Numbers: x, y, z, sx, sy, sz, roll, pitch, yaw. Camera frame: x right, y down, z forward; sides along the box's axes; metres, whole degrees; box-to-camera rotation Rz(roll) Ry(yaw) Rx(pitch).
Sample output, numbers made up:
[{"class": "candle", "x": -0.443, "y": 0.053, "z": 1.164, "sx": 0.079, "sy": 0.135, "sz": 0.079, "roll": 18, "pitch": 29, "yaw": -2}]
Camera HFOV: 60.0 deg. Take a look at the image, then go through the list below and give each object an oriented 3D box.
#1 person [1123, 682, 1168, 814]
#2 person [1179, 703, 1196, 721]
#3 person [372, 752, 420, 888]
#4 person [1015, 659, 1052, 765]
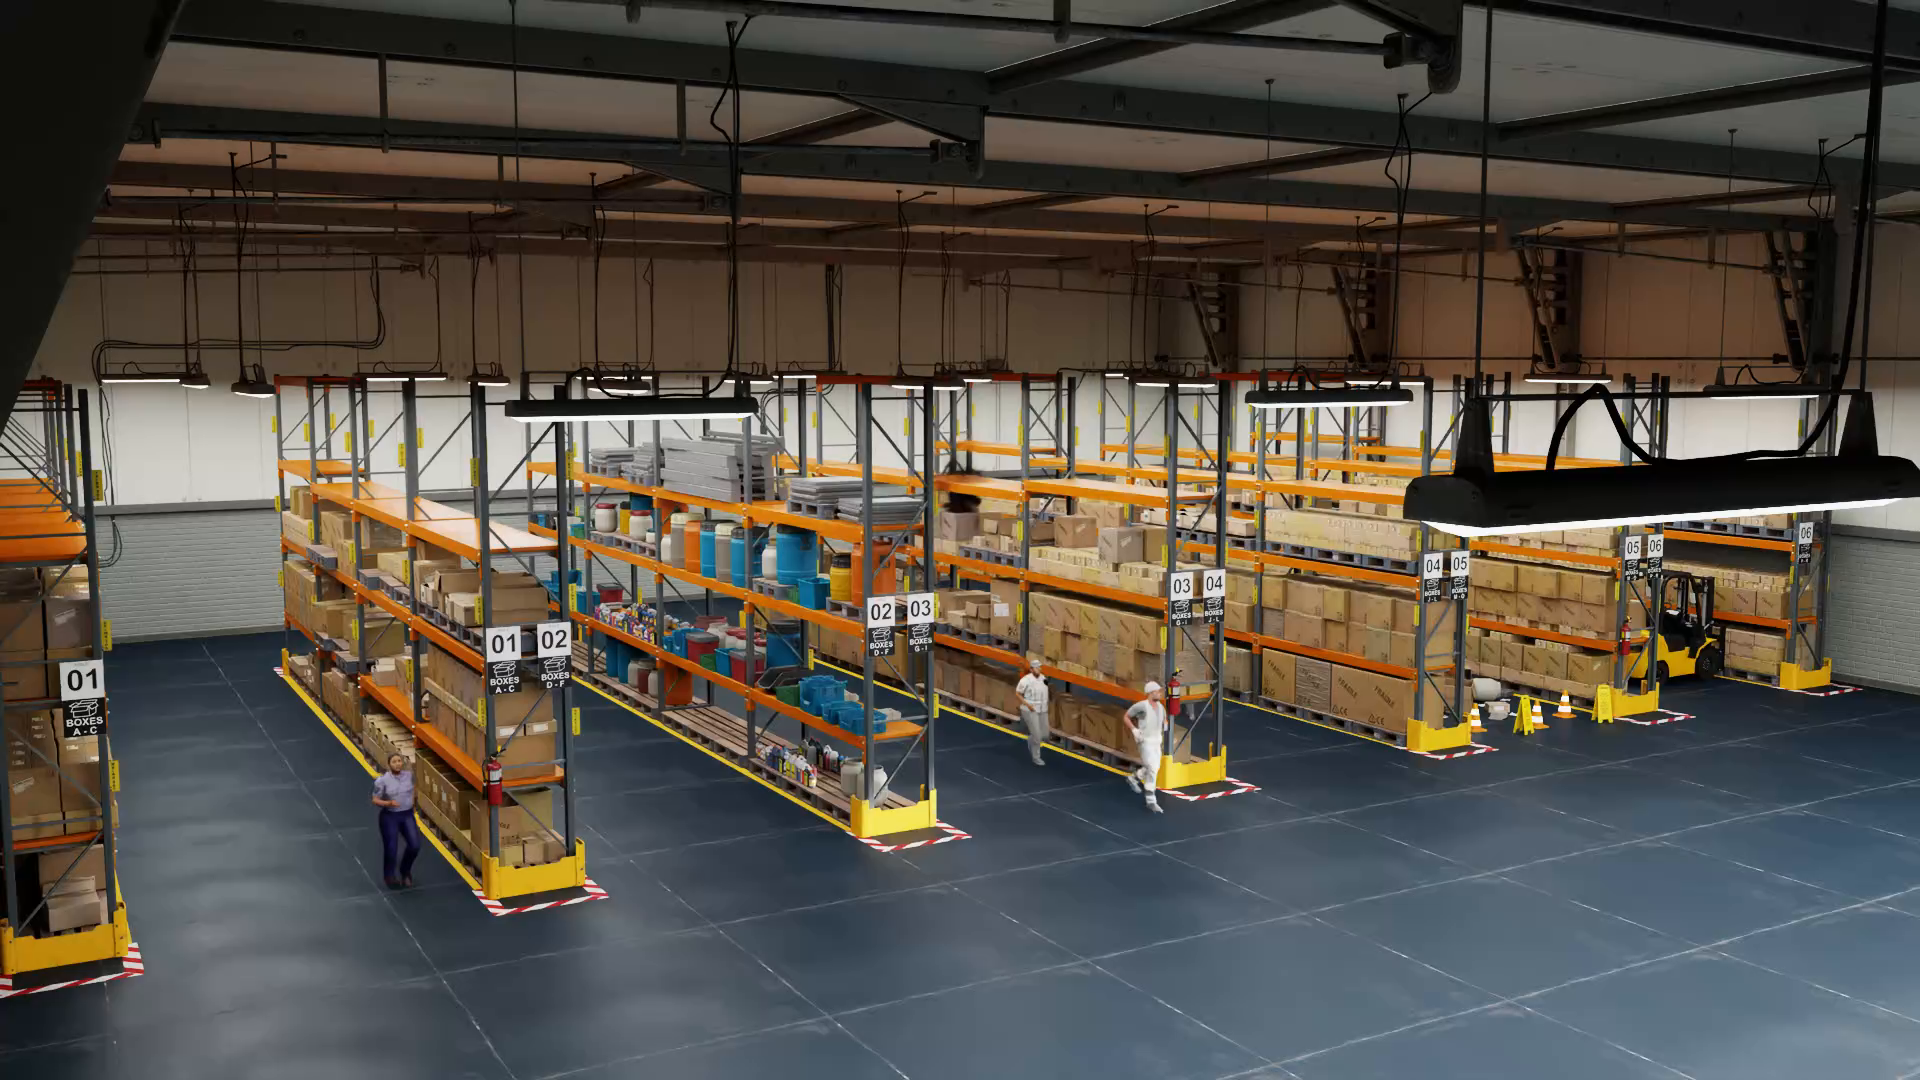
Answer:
[{"class": "person", "x": 2.703, "y": 2.888, "z": 23.608, "sx": 0.685, "sy": 1.760, "sz": 0.959, "roll": -6, "pitch": 8, "yaw": -41}, {"class": "person", "x": 4.012, "y": 2.273, "z": 29.426, "sx": 0.548, "sy": 1.736, "sz": 0.812, "roll": -4, "pitch": 7, "yaw": -32}, {"class": "person", "x": -6.700, "y": 3.363, "z": 19.858, "sx": 0.593, "sy": 1.664, "sz": 0.638, "roll": -5, "pitch": 8, "yaw": -37}, {"class": "person", "x": 1.140, "y": 2.674, "z": 26.062, "sx": 0.614, "sy": 1.638, "sz": 0.598, "roll": -4, "pitch": 7, "yaw": -33}]
